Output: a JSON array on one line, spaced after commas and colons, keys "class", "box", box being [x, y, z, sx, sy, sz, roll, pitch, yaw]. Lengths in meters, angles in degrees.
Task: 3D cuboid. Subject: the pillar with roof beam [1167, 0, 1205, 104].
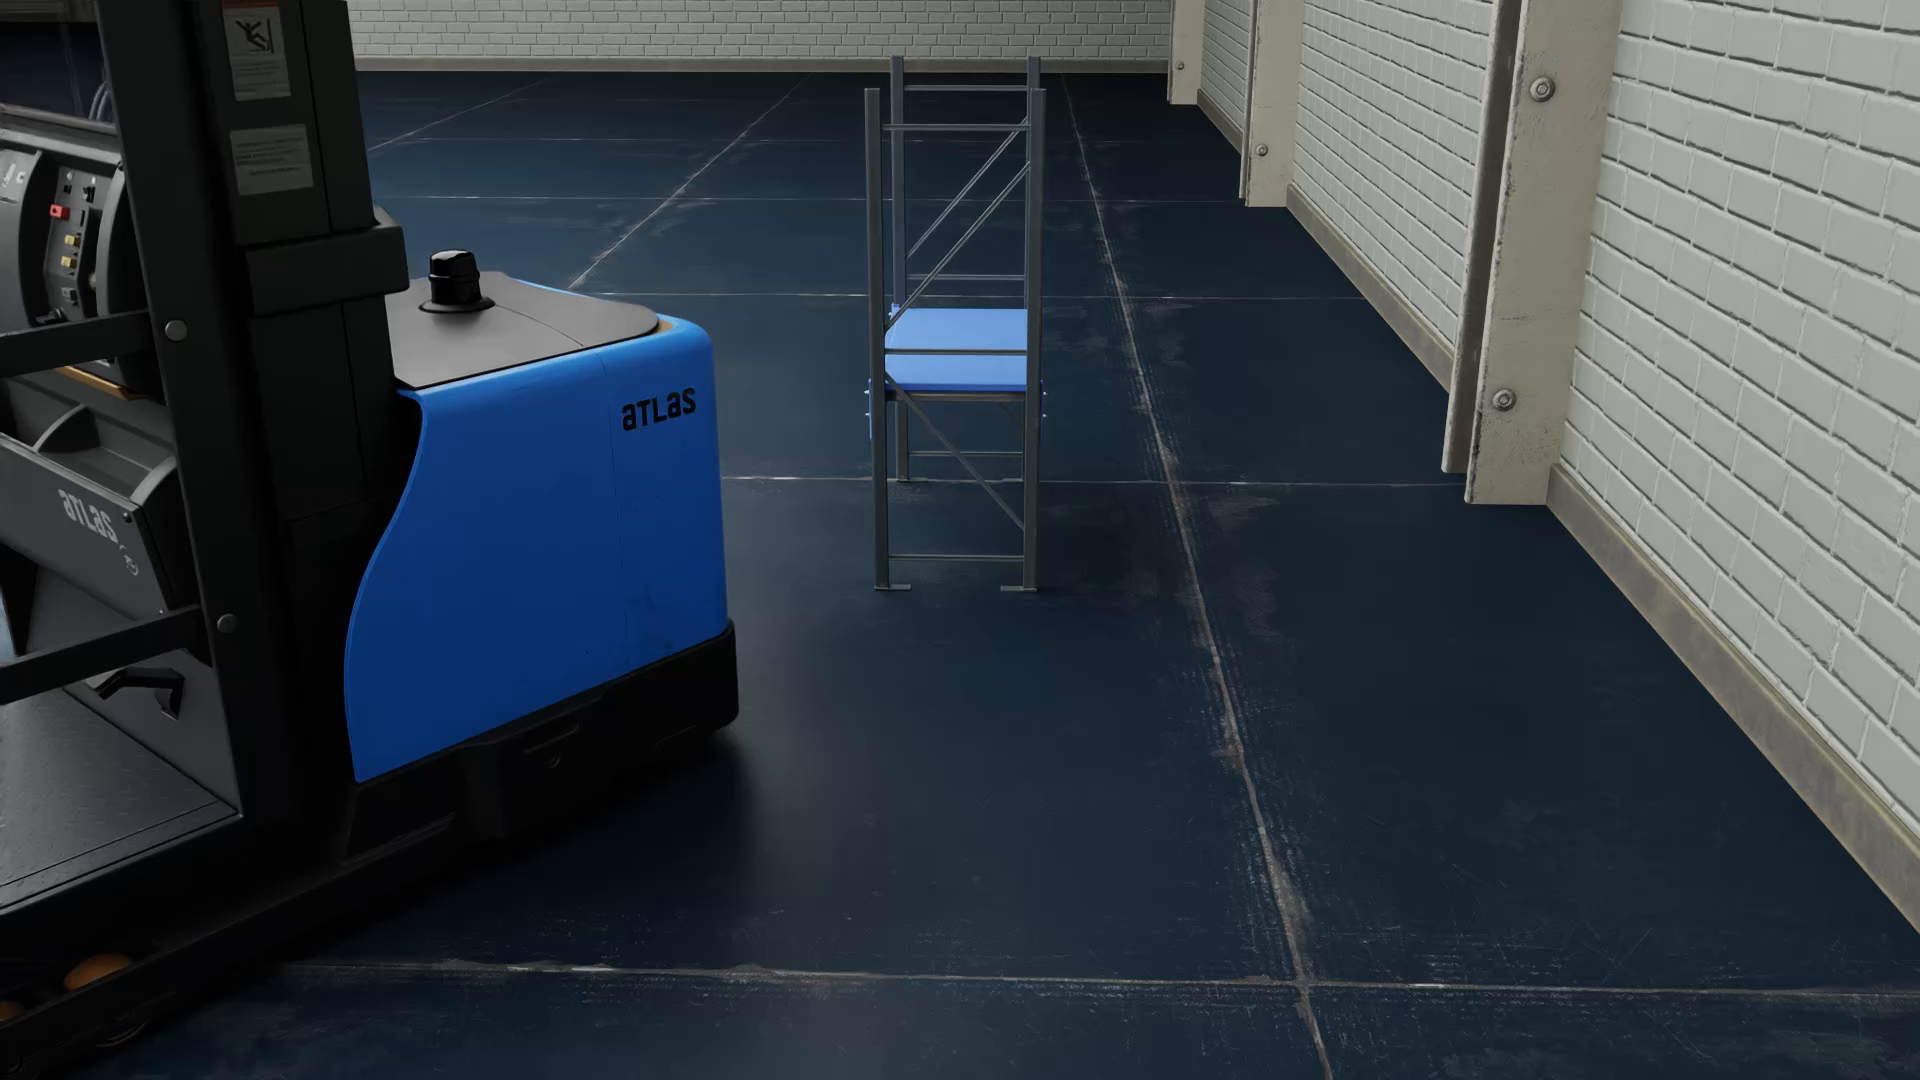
[{"class": "pillar with roof beam", "box": [-1.989, -8.779, 15.714, 9.100, 9.000, 0.400, 1, 21, 2]}]

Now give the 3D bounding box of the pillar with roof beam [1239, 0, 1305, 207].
[{"class": "pillar with roof beam", "box": [-2.171, -6.610, 10.123, 9.100, 9.000, 0.400, 1, 21, 2]}]

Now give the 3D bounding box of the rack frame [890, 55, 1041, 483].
[{"class": "rack frame", "box": [0.018, -0.914, 5.811, 0.500, 1.500, 0.032, 1, 21, 2]}]

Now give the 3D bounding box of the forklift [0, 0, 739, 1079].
[{"class": "forklift", "box": [-1.907, -0.577, 2.965, 1.130, 2.935, 3.031, 18, 27, 38]}]

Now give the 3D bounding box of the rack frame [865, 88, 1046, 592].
[{"class": "rack frame", "box": [-0.013, -0.546, 4.863, 0.500, 1.500, 0.032, 1, 21, 2]}]

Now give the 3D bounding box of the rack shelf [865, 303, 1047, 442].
[{"class": "rack shelf", "box": [0.003, -0.562, 5.402, 0.538, 0.185, 1.000, 1, 21, 2]}]

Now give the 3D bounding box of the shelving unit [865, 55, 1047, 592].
[{"class": "shelving unit", "box": [0.003, -0.730, 5.337, 0.538, 1.500, 1.048, 1, 21, 2]}]

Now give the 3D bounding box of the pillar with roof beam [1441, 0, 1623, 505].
[{"class": "pillar with roof beam", "box": [-2.354, -4.440, 4.532, 9.100, 9.000, 0.400, 1, 21, 2]}]
